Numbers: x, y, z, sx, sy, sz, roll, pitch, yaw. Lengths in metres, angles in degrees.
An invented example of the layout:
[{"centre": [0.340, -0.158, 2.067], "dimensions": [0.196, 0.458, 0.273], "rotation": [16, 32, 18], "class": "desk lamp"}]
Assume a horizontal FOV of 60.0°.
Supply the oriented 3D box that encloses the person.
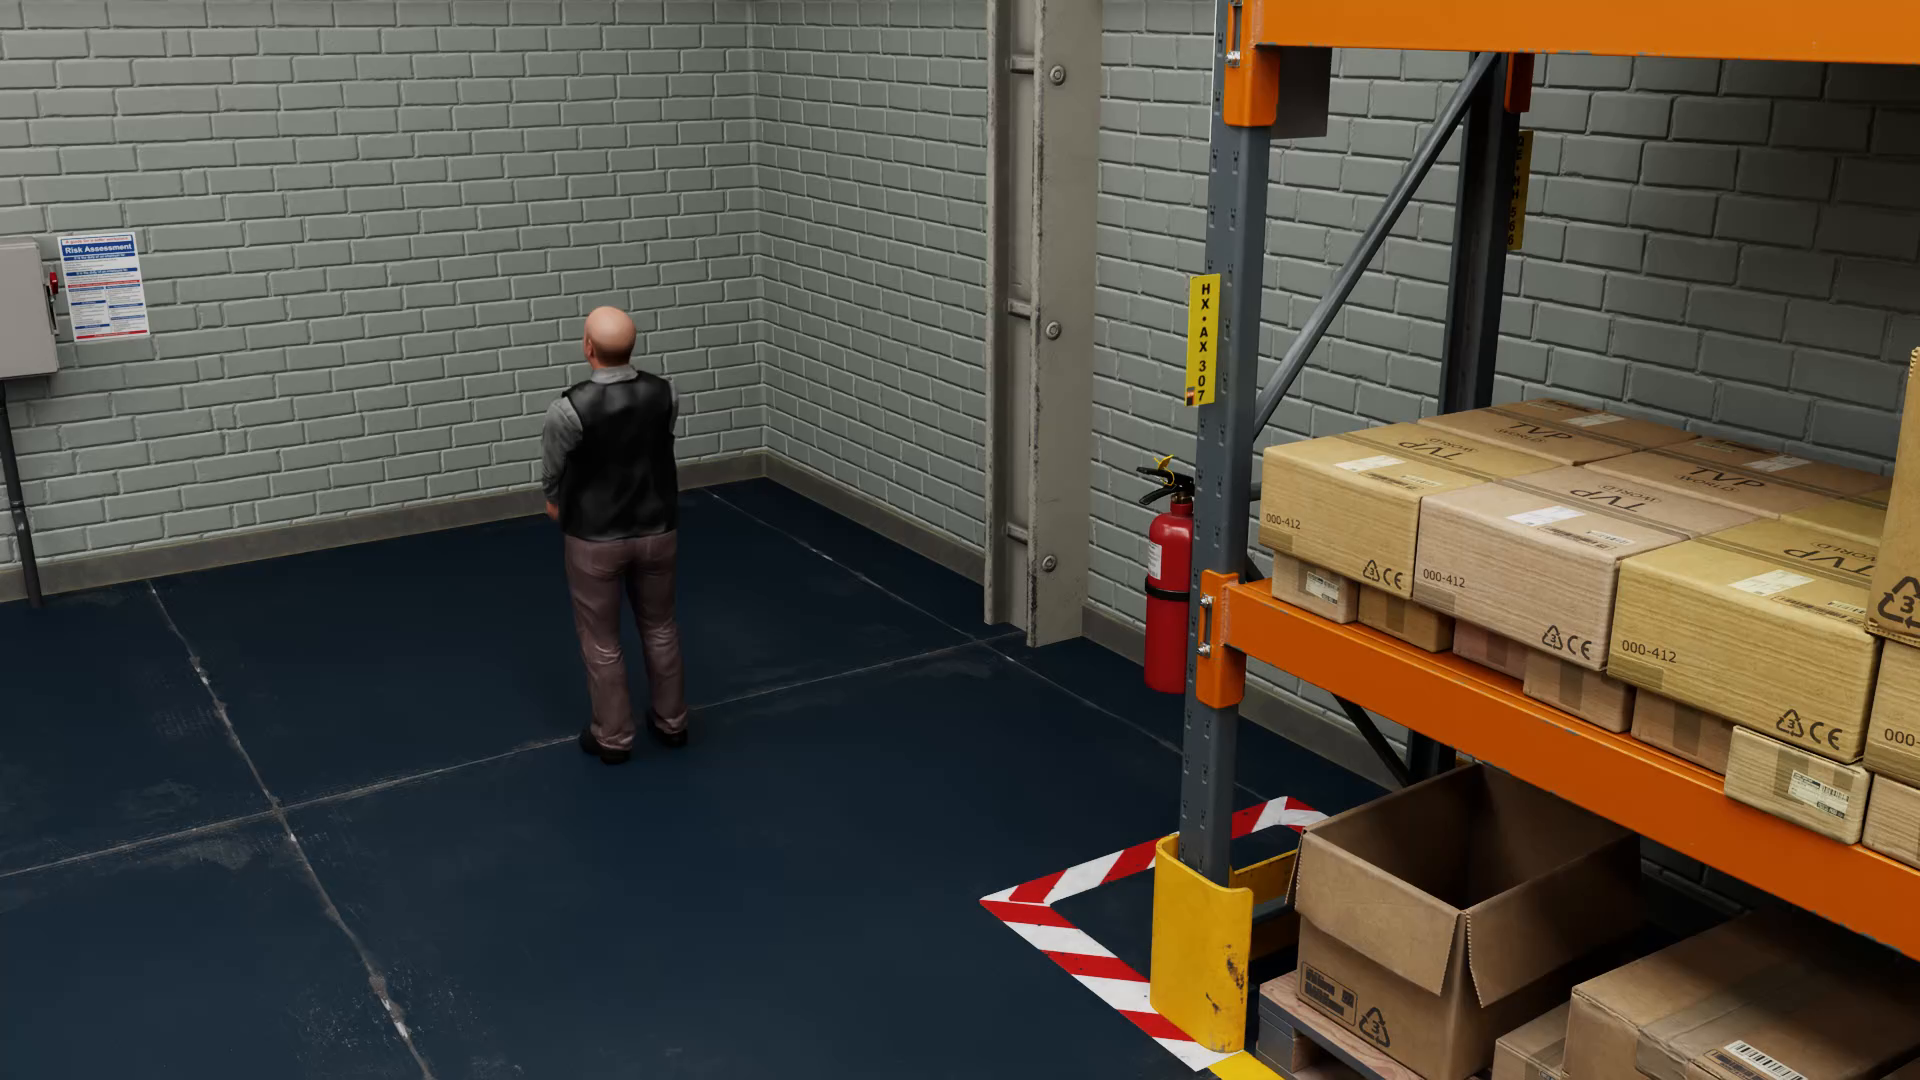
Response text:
[{"centre": [-1.304, -0.033, 6.193], "dimensions": [0.505, 1.723, 0.545], "rotation": [-12, 21, -32], "class": "person"}]
